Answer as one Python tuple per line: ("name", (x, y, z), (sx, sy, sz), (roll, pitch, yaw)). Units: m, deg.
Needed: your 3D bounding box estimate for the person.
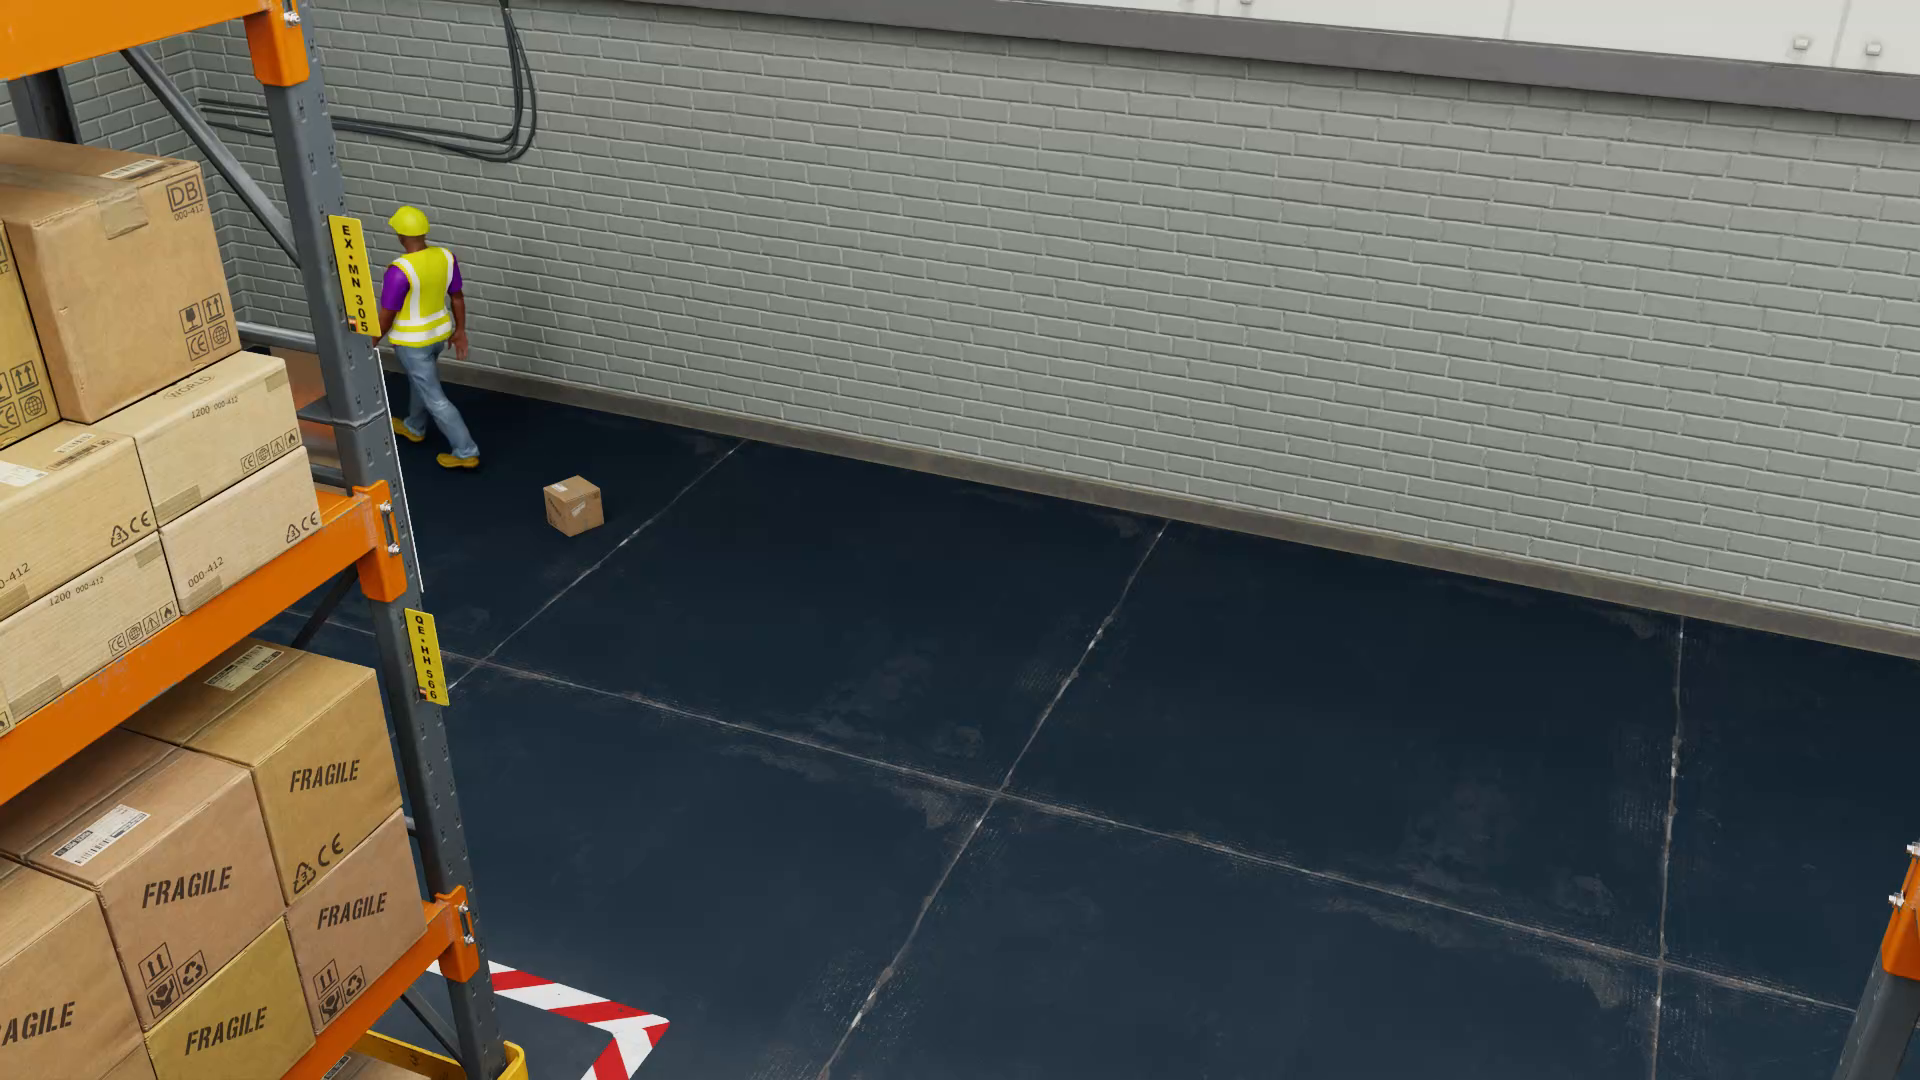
("person", (-3.551, -1.330, 10.730), (0.942, 1.730, 0.572), (12, 32, 20))
